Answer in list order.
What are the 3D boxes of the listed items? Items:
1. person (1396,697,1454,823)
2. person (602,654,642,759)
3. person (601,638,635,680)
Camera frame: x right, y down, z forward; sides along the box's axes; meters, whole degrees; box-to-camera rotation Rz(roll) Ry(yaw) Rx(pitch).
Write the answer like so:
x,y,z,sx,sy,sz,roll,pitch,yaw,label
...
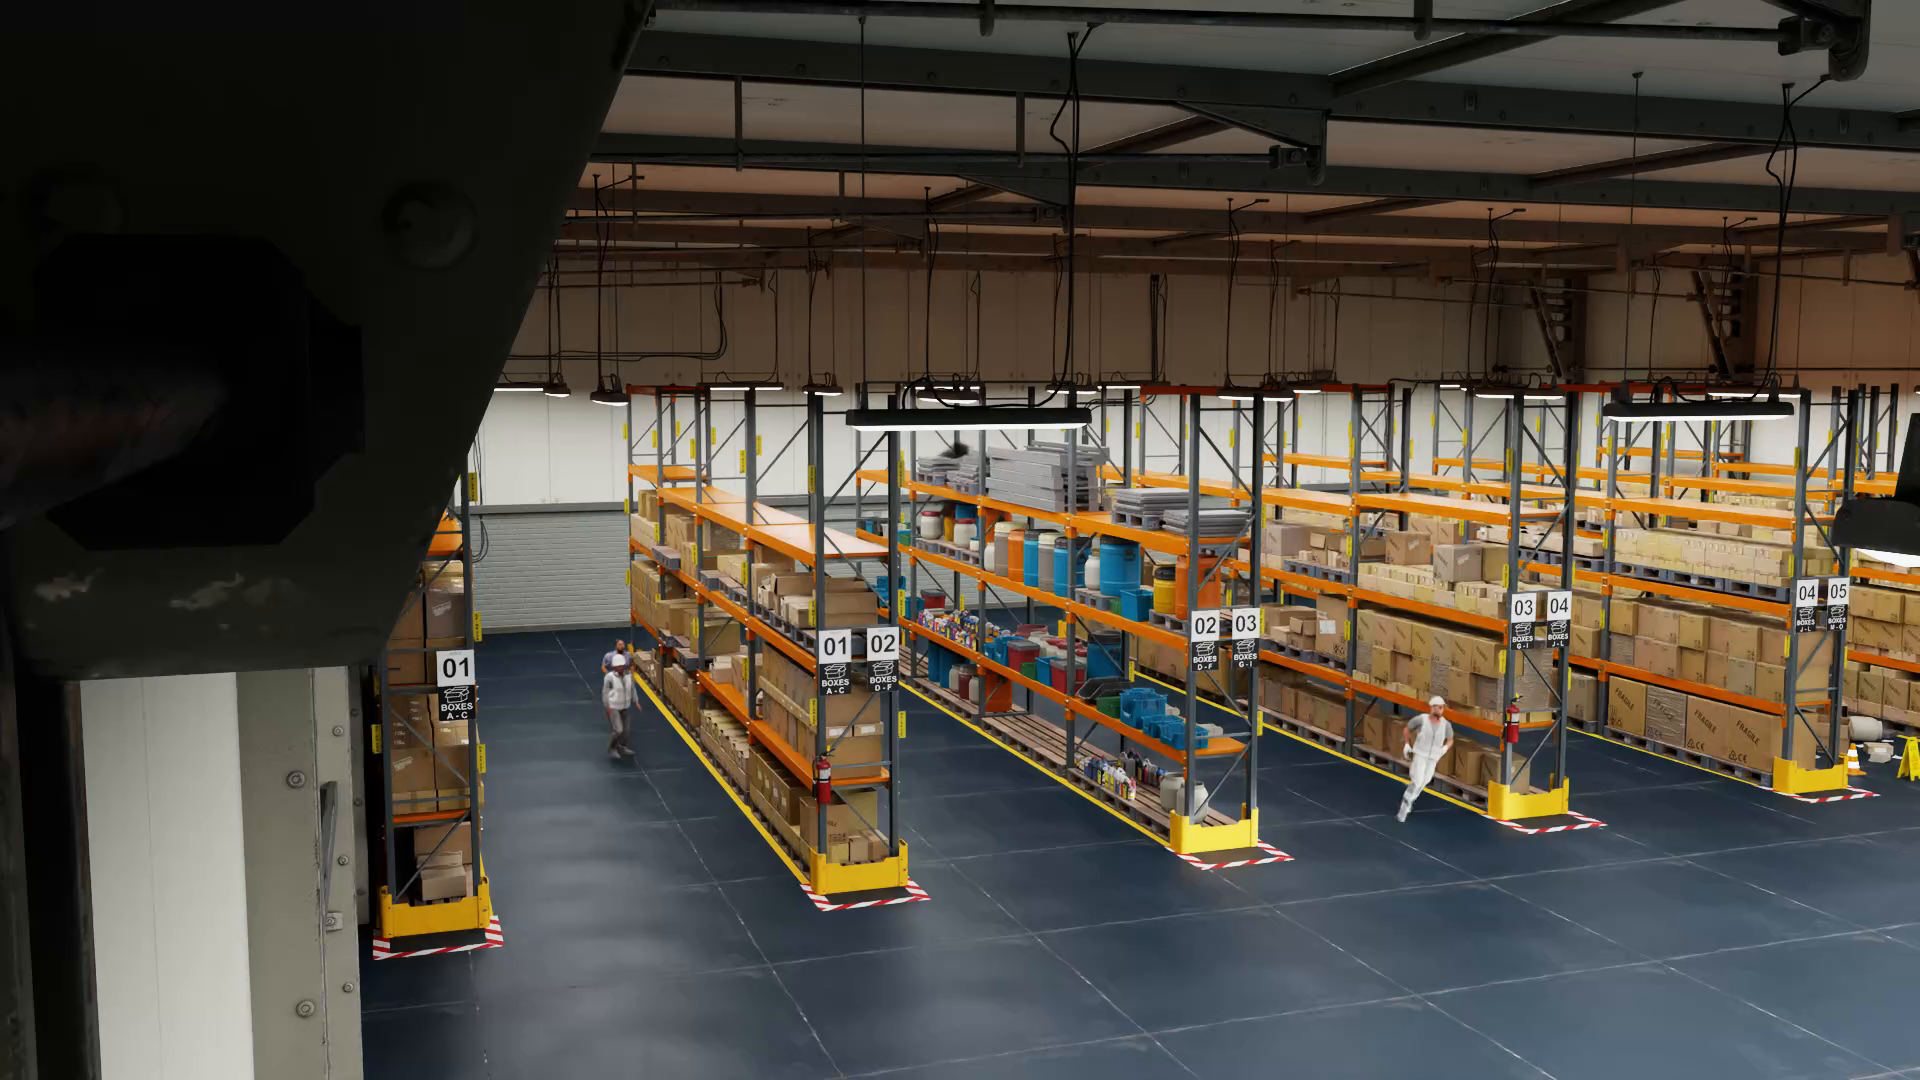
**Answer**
x,y,z,sx,sy,sz,roll,pitch,yaw,label
6.505,3.054,23.354,0.827,1.742,0.687,0,6,-3,person
-5.526,2.690,26.968,0.586,1.736,0.630,5,8,38,person
-6.060,2.520,29.520,0.606,1.554,0.593,-3,7,-25,person
